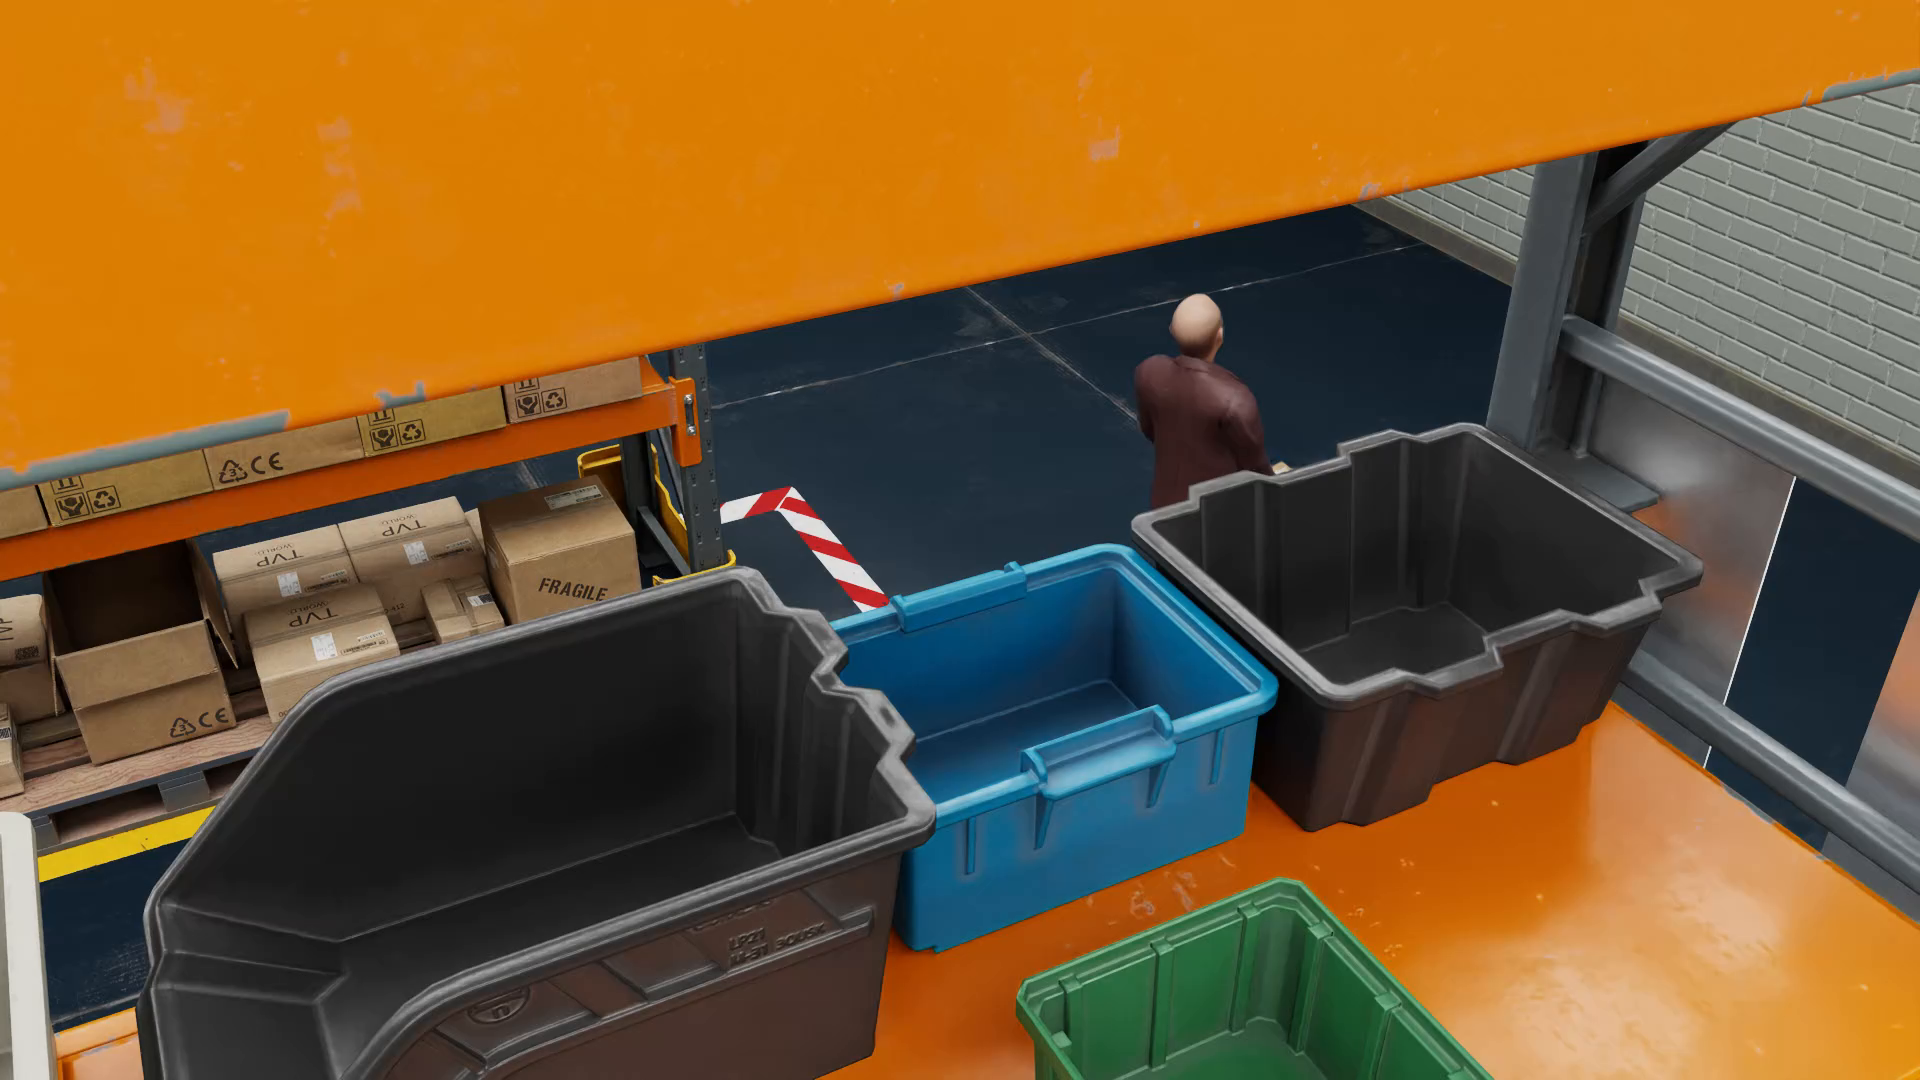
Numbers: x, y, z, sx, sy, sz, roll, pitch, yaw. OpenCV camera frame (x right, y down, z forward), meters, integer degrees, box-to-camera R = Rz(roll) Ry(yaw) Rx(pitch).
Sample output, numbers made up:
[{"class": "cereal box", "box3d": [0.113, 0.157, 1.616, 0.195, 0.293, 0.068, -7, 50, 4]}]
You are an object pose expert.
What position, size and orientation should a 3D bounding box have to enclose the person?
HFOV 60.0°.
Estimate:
[{"class": "person", "box3d": [0.954, -0.126, 6.334, 0.469, 1.783, 0.603, -27, 41, -35]}]
